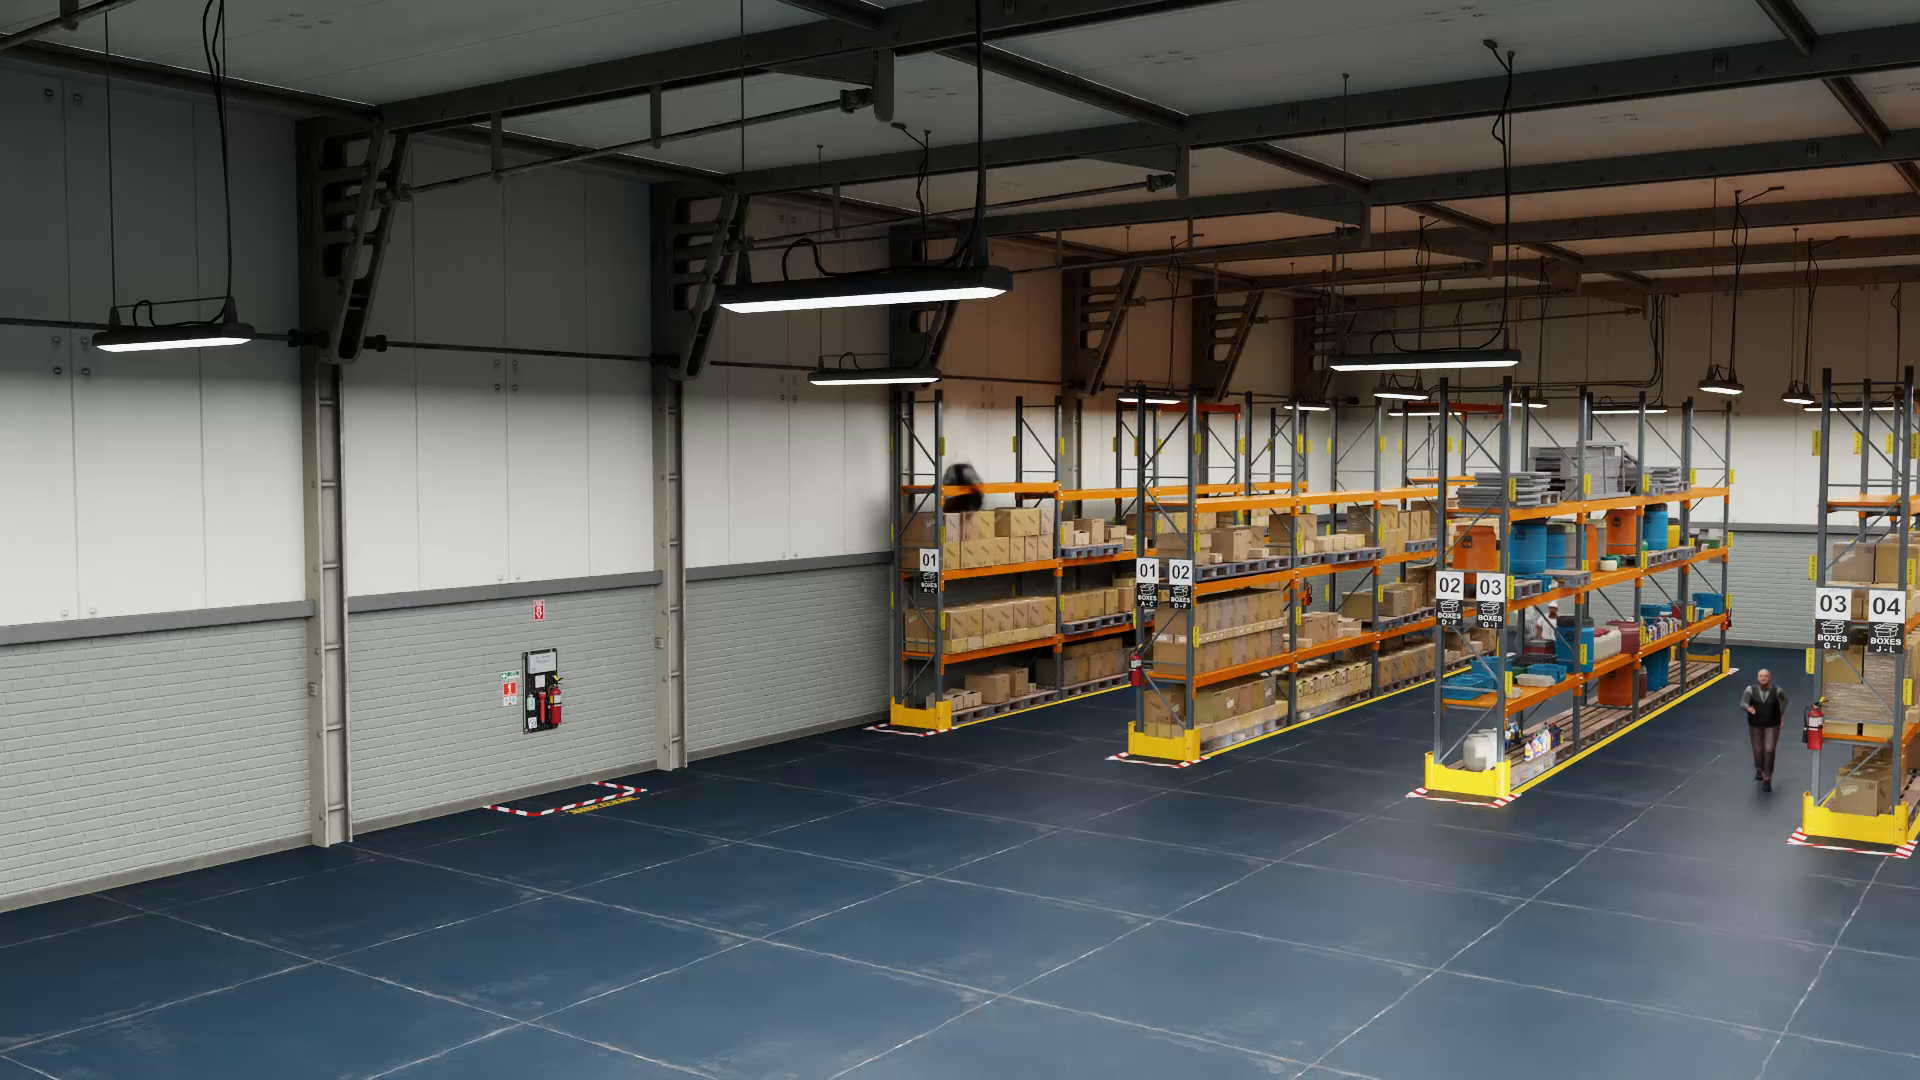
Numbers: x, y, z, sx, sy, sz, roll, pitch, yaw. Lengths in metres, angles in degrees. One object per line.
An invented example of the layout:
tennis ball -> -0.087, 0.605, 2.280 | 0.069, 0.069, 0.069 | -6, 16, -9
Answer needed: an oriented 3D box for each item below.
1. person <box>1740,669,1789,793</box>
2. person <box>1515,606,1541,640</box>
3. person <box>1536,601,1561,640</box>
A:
person -> 11.803, 2.758, 24.444 | 0.610, 1.754, 0.889 | 2, 4, 34
person -> 13.774, 1.933, 40.324 | 0.622, 1.624, 0.522 | -3, 4, -38
person -> 12.416, 2.160, 34.944 | 0.675, 1.742, 0.654 | 2, 4, 27
